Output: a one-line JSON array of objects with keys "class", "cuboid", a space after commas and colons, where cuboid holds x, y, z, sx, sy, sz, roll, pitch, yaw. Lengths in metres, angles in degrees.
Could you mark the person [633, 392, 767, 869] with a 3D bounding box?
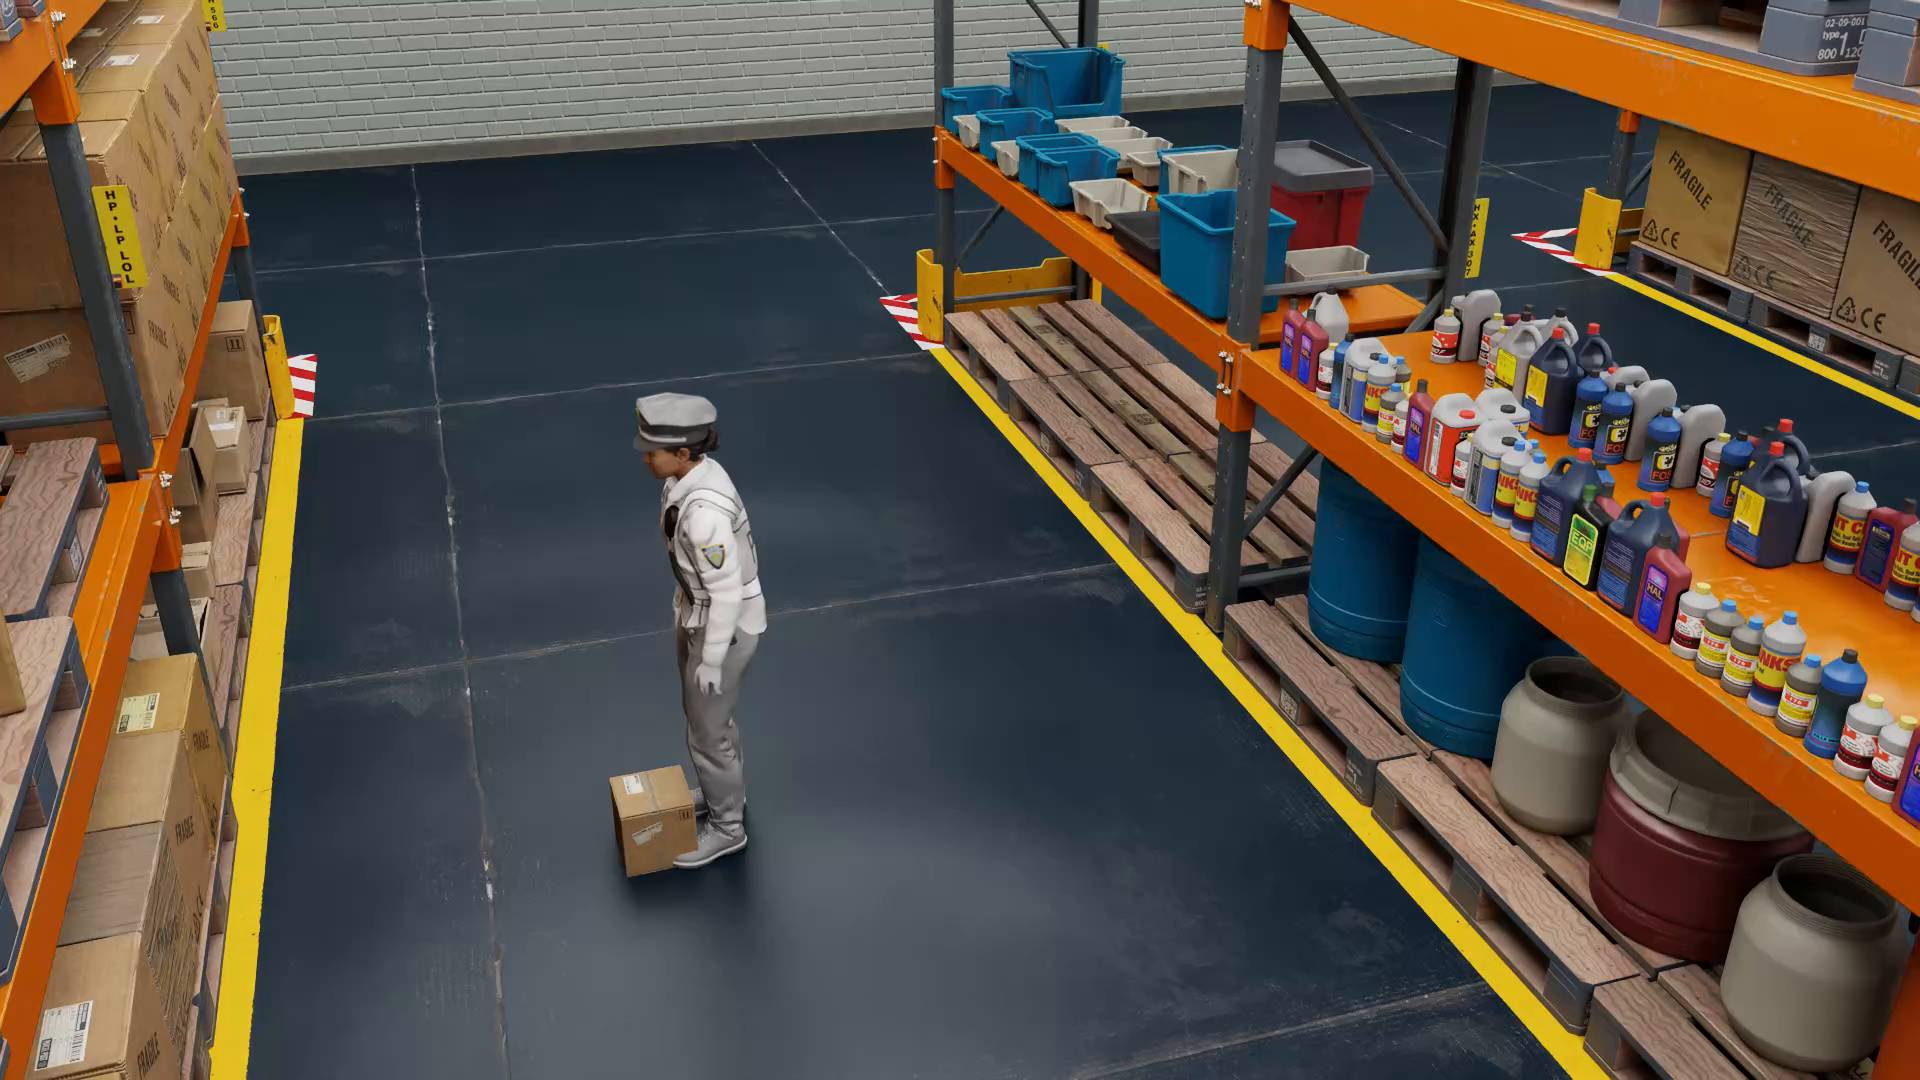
[{"class": "person", "cuboid": [-0.849, 0.302, 5.504, 0.403, 1.663, 0.528, -8, 28, -16]}]
